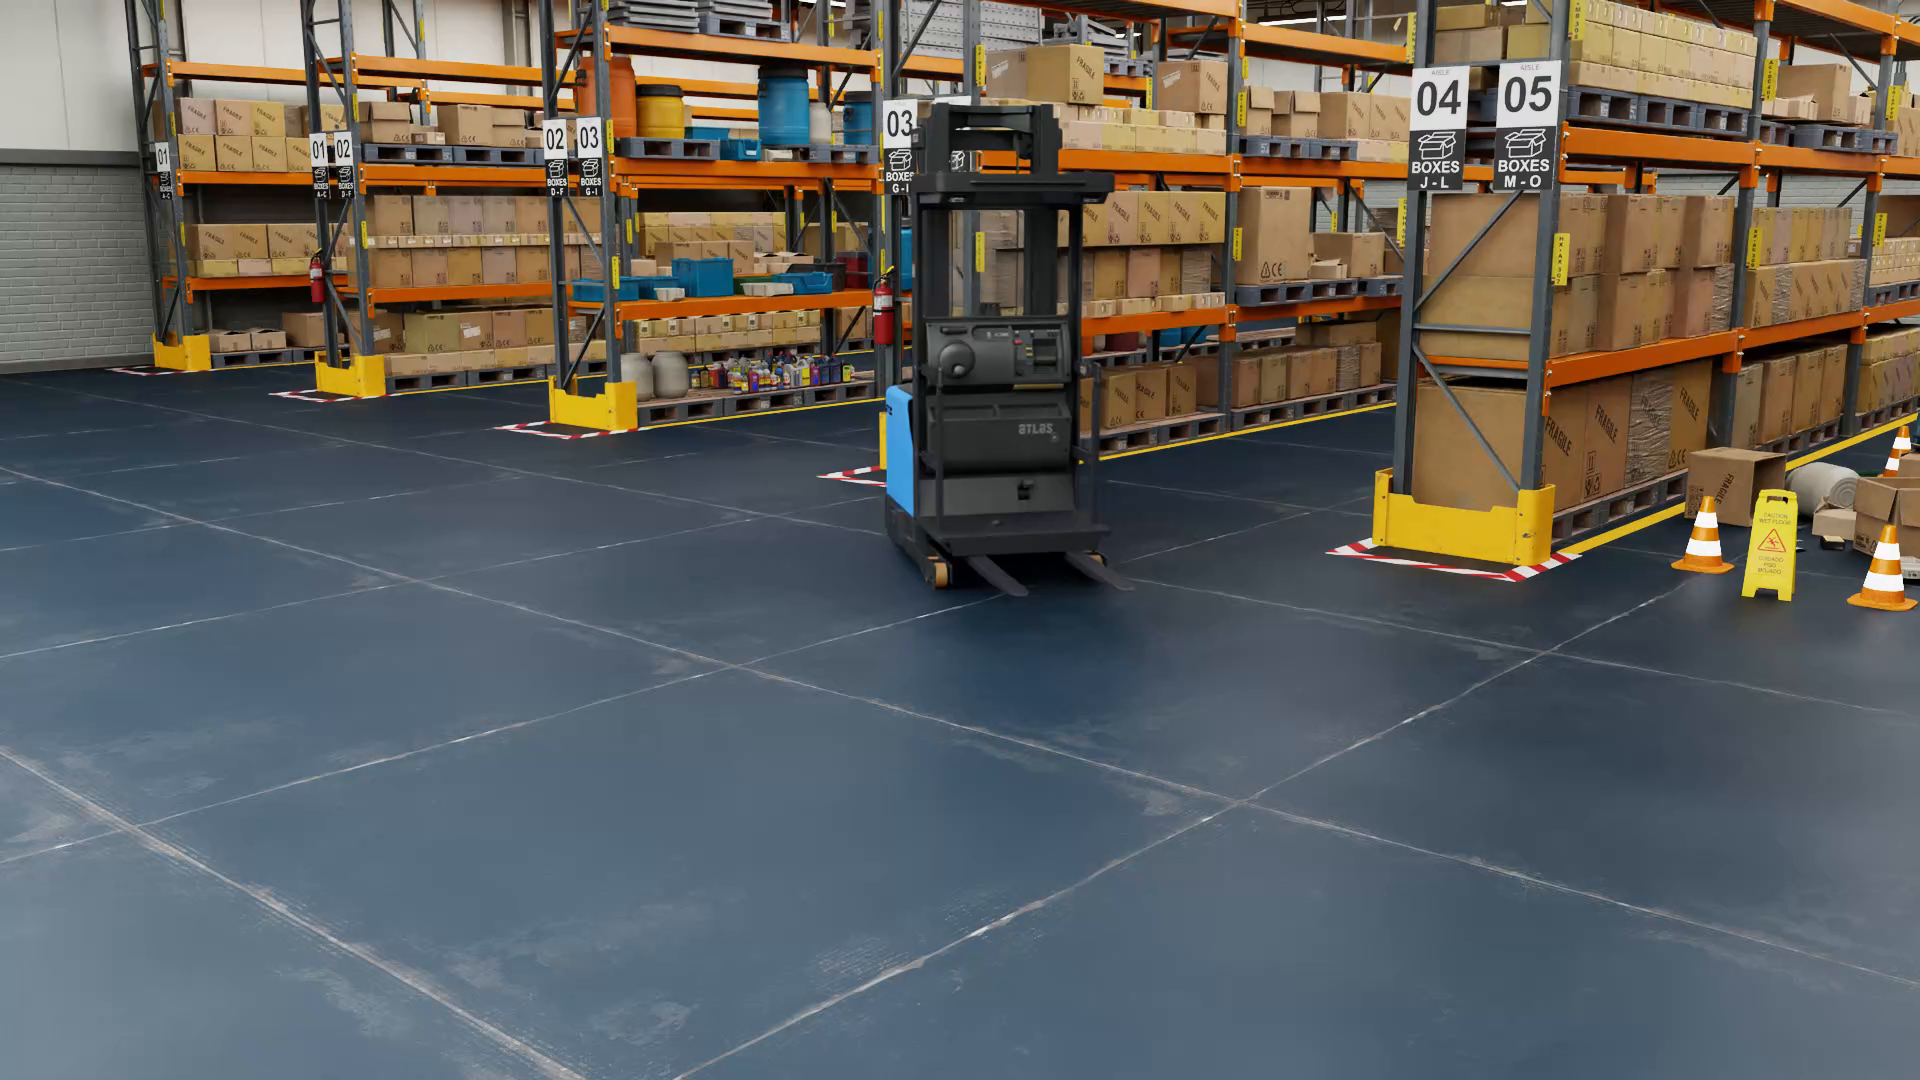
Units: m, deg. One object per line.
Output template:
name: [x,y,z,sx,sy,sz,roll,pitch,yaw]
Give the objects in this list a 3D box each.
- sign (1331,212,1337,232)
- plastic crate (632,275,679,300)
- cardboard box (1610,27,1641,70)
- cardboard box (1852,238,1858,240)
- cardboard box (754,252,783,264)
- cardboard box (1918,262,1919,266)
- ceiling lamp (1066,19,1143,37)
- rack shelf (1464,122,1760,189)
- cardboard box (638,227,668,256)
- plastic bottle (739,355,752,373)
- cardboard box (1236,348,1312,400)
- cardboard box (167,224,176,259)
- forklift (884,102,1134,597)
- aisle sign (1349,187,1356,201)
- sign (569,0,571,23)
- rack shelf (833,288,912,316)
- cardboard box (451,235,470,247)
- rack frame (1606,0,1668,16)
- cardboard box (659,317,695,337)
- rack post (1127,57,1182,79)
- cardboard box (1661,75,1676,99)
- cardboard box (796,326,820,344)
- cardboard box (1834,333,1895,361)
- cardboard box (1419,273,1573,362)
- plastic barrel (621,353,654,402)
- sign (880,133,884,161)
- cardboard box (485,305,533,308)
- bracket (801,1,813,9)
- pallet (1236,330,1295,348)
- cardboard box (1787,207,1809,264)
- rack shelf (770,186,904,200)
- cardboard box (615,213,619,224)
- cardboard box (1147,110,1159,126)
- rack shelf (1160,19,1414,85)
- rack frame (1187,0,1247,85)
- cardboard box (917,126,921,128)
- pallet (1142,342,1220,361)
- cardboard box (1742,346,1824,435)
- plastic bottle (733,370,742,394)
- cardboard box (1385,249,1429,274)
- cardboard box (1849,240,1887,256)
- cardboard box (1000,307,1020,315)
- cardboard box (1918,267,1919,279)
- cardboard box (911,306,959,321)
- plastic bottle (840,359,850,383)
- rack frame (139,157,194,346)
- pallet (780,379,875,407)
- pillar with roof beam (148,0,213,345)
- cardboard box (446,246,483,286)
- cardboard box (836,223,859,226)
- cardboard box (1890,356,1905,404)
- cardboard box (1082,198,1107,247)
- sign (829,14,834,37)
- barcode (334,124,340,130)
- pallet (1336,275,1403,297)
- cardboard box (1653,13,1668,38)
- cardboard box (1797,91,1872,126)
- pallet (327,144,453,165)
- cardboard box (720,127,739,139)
sign: [4.618,-3.871,20.477,0.100,0.325,0.005,10,15,40]
plastic crate: [-3.426,-2.829,18.598,0.499,0.251,0.408,10,15,40]
cardboard box: [4.260,-3.310,11.260,0.500,0.250,0.500,10,15,40]
cardboard box: [10.045,-3.387,19.060,0.380,0.149,0.250,10,15,40]
cardboard box: [-3.138,-4.363,26.124,0.500,0.311,0.500,10,15,40]
cardboard box: [10.706,-3.193,18.848,0.380,0.149,0.250,9,14,39]
ceiling lamp: [2.824,-12.203,34.929,2.000,3.185,0.800,10,15,40]
rack shelf: [4.735,-2.811,12.305,1.077,0.370,4.000,10,15,40]
cardboard box: [-5.613,-5.396,30.004,0.500,0.500,0.500,10,15,42]
plastic bottle: [-2.574,-2.045,19.931,0.144,0.351,0.185,10,15,40]
cardboard box: [3.516,-1.871,18.679,0.700,0.500,0.500,8,14,36]
cardboard box: [-11.255,-4.377,24.384,0.500,0.500,0.500,10,15,40]
forklift: [0.295,-1.218,10.328,1.130,2.935,3.031,-3,12,-13]
aisle sign: [6.865,-6.297,28.941,0.394,0.787,0.004,10,15,40]
sign: [-5.458,-7.432,23.358,0.100,0.325,0.005,10,15,40]
rack shelf: [-0.004,-3.225,22.037,1.077,0.370,4.000,10,15,40]
cardboard box: [-6.582,-3.885,21.594,0.380,0.149,0.250,9,14,38]
rack frame: [10.318,-7.351,25.539,1.000,3.000,0.127,10,15,40]
cardboard box: [-4.248,-3.159,24.384,0.500,0.311,0.500,10,15,40]
rack post: [2.716,-6.843,24.274,0.954,0.300,0.937,-10,15,-41]
cardboard box: [4.883,-3.234,11.898,0.380,0.149,0.250,10,15,41]
cardboard box: [-2.566,-3.262,26.332,0.500,0.250,0.500,10,15,42]
cardboard box: [9.668,-2.068,17.803,0.500,0.250,0.500,10,15,40]
cardboard box: [3.626,-1.533,11.343,0.875,0.550,0.550,10,15,40]
plastic barrel: [-3.588,-1.788,18.284,0.421,0.512,0.421,0,11,0]
sign: [-0.918,-4.686,19.834,0.100,0.325,0.005,10,15,40]
cardboard box: [-6.244,-2.975,22.981,0.500,0.500,0.500,10,15,40]
bracket: [-3.132,-10.679,33.011,0.235,0.232,0.430,10,15,40]
pallet: [5.218,-3.387,28.129,1.003,0.211,1.213,10,15,40]
cardboard box: [7.385,-2.825,15.387,0.700,0.500,0.500,10,15,40]
rack shelf: [-2.165,-7.154,34.049,1.077,0.370,4.000,10,15,40]
cardboard box: [-6.021,-5.826,30.240,0.500,0.250,0.500,10,15,42]
cardboard box: [1.665,-4.003,15.802,0.380,0.149,0.250,11,15,42]
rack shelf: [3.717,-5.331,18.282,1.077,0.370,4.000,10,15,40]
rack frame: [3.957,-7.403,25.799,1.000,3.000,0.127,10,15,40]
cardboard box: [-0.117,-3.556,14.581,0.500,0.250,0.500,10,15,42]
pallet: [3.416,-2.985,26.118,1.003,0.211,1.213,10,15,40]
cardboard box: [7.652,-1.471,16.091,1.050,0.750,0.750,10,15,41]
plastic bottle: [-2.534,-1.799,18.905,0.097,0.271,0.097,0,11,0]
cardboard box: [5.562,-3.317,20.406,0.500,0.500,0.500,10,15,42]
cardboard box: [9.487,-3.068,17.466,0.380,0.149,0.250,10,15,40]
cardboard box: [0.303,-1.977,14.593,0.380,0.149,0.250,10,15,40]
cardboard box: [10.720,-3.051,18.899,0.380,0.149,0.250,9,14,37]
cardboard box: [-0.211,-2.000,14.709,0.380,0.149,0.250,10,15,40]
plastic bottle: [-1.394,-2.054,20.148,0.061,0.283,0.133,11,16,43]
rack frame: [-11.407,-3.976,23.960,1.000,3.000,0.127,10,15,40]
pallet: [-1.799,-1.823,20.299,1.003,0.211,1.213,10,15,40]
pillar with roof beam: [-8.360,-6.576,21.661,9.100,9.000,0.400,10,15,40]
cardboard box: [-6.690,-3.602,21.834,0.700,0.500,0.500,10,15,41]
cardboard box: [-2.629,-6.073,33.693,0.980,0.700,0.700,9,15,39]
cardboard box: [10.019,-1.777,18.262,0.500,0.500,0.500,9,15,39]
cardboard box: [0.988,-2.932,15.165,0.500,0.500,0.500,10,15,40]
sign: [-1.983,-7.920,25.598,0.100,0.325,0.005,10,15,40]
barcode: [-7.846,-5.198,20.940,0.001,0.075,0.075,10,15,40]
pallet: [4.646,-3.019,19.658,1.213,0.211,1.003,10,15,40]
cardboard box: [4.714,-3.587,11.633,0.380,0.149,0.250,10,15,40]
cardboard box: [8.231,-4.065,15.648,0.500,0.311,0.500,10,15,40]
pallet: [-7.197,-4.864,20.975,1.003,0.211,1.213,10,15,40]
cardboard box: [-4.518,-7.649,31.400,0.500,0.250,0.500,9,15,39]
